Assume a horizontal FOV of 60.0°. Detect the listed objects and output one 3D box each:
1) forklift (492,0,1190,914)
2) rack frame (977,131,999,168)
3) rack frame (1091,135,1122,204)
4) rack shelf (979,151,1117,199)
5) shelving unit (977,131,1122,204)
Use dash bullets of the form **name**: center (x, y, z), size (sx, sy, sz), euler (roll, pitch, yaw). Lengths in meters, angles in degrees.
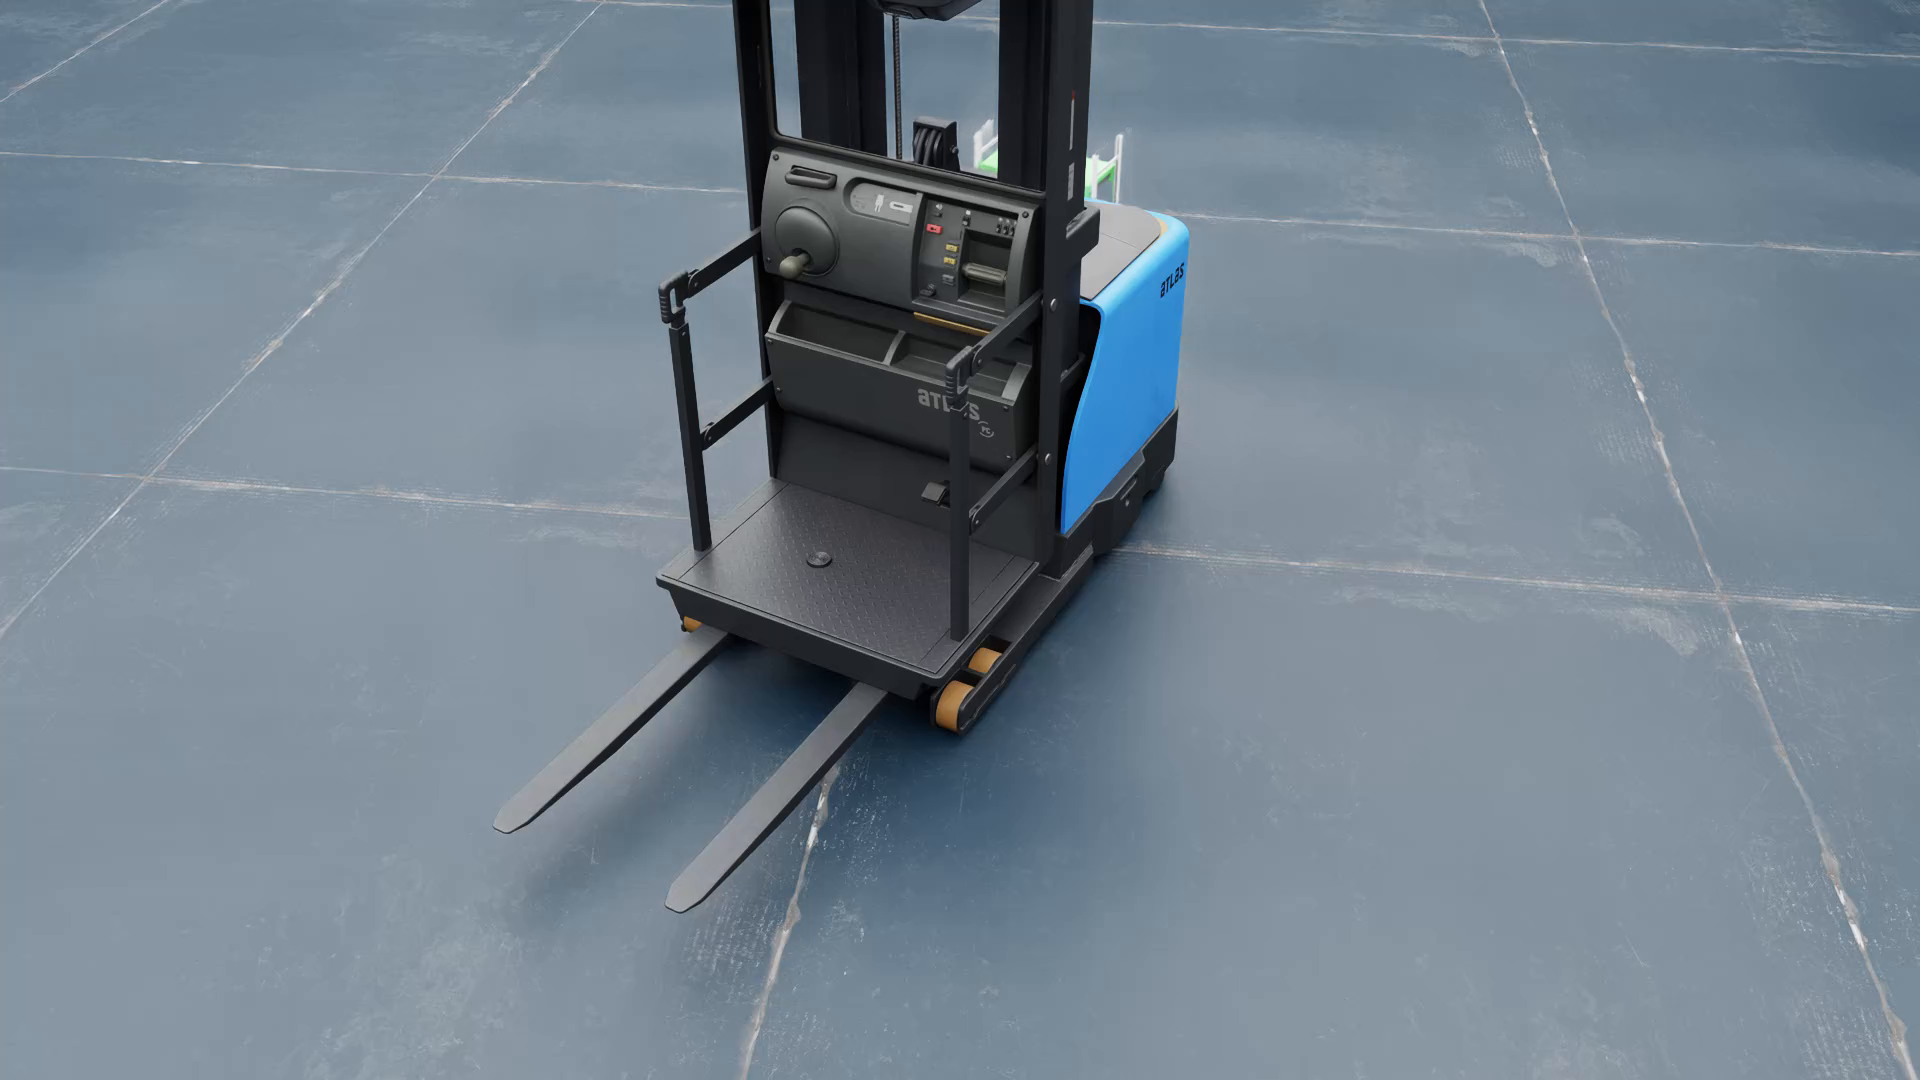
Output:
- **forklift**: center (-0.306, -0.873, 4.950), size (1.130, 2.935, 3.031), euler (18, 39, 23)
- **rack frame**: center (0.128, -1.133, 6.805), size (0.015, 1.200, 0.240), euler (18, 39, 23)
- **rack frame**: center (0.557, -0.998, 6.615), size (0.015, 1.200, 0.240), euler (18, 39, 23)
- **rack shelf**: center (0.342, -1.404, 6.468), size (0.480, 0.148, 0.258), euler (18, 39, 23)
- **shelving unit**: center (0.342, -1.065, 6.710), size (0.503, 1.200, 0.258), euler (18, 39, 23)
